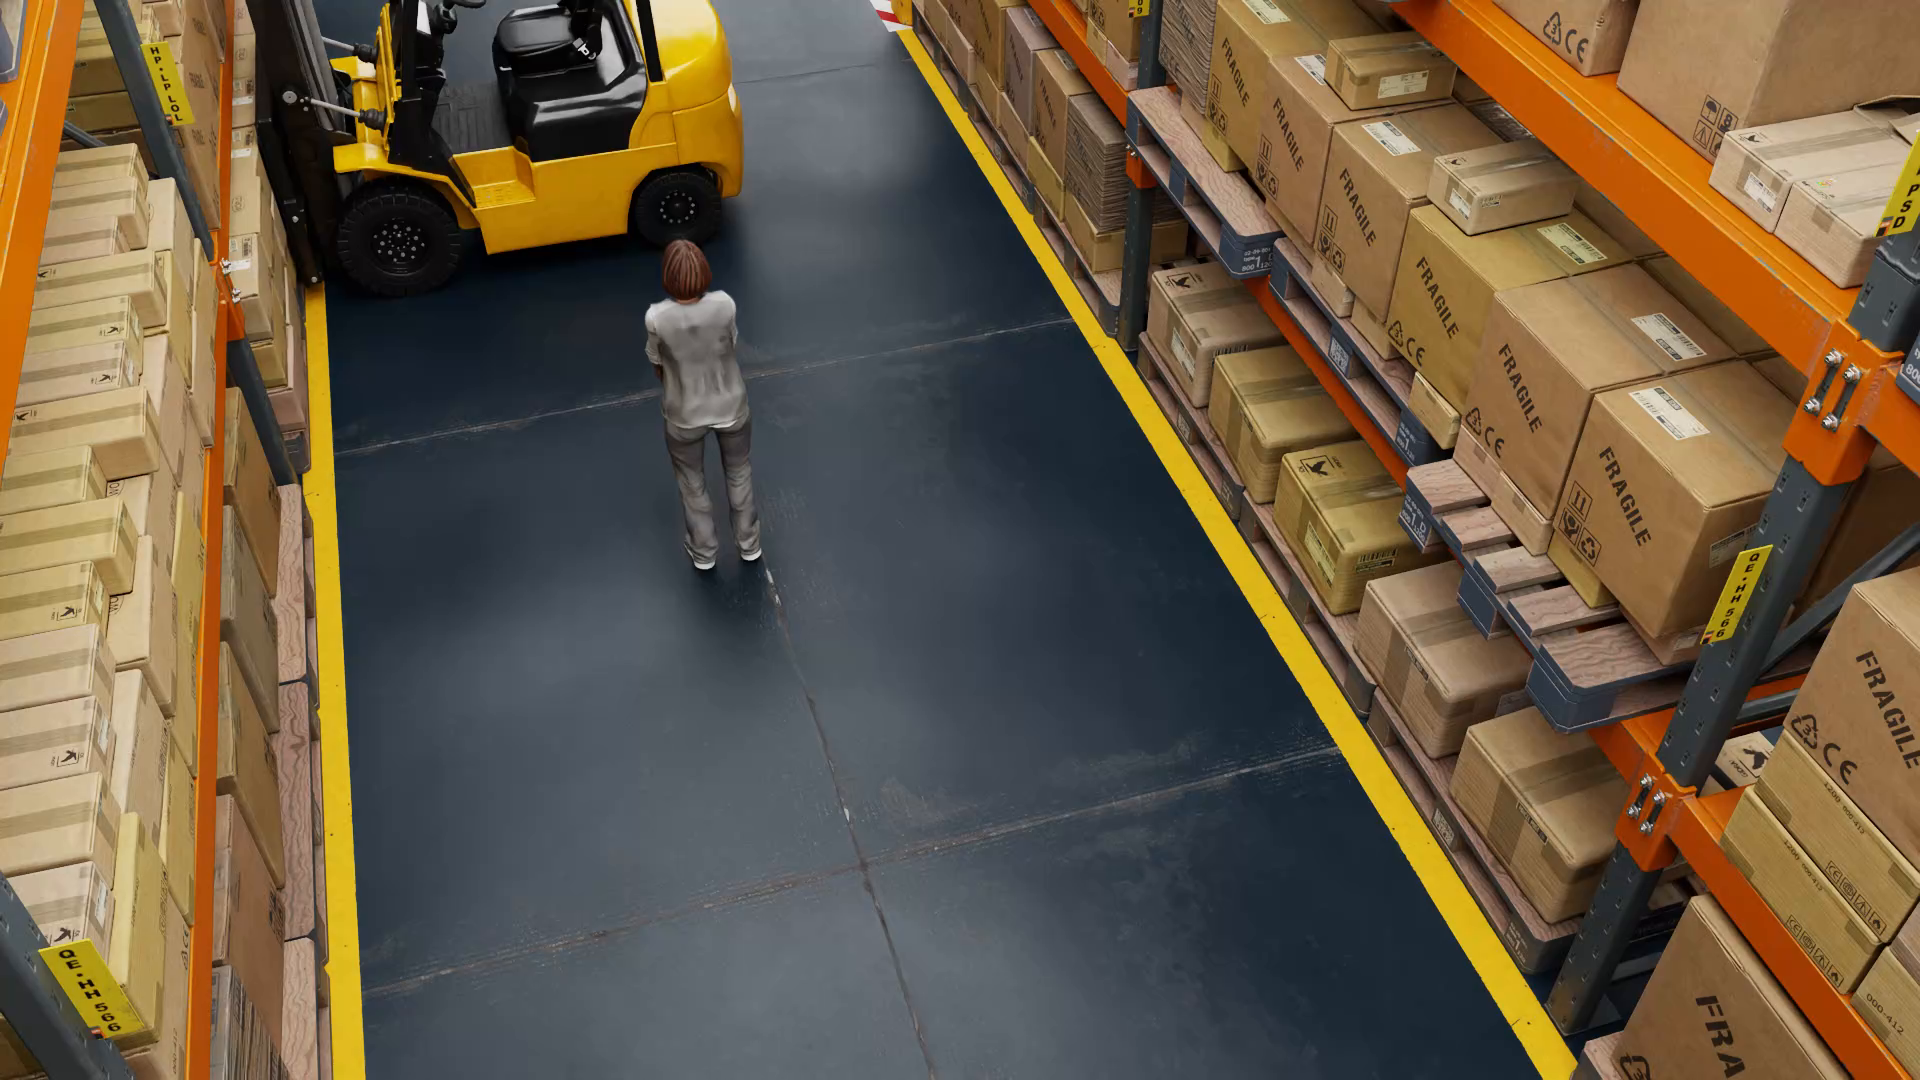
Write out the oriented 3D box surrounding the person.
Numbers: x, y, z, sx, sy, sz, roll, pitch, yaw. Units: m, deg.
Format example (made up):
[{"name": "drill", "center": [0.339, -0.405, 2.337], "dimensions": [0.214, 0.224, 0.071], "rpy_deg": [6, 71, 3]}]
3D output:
[{"name": "person", "center": [-1.062, -0.584, 6.802], "dimensions": [0.375, 1.599, 0.500], "rpy_deg": [-12, 44, -13]}]
